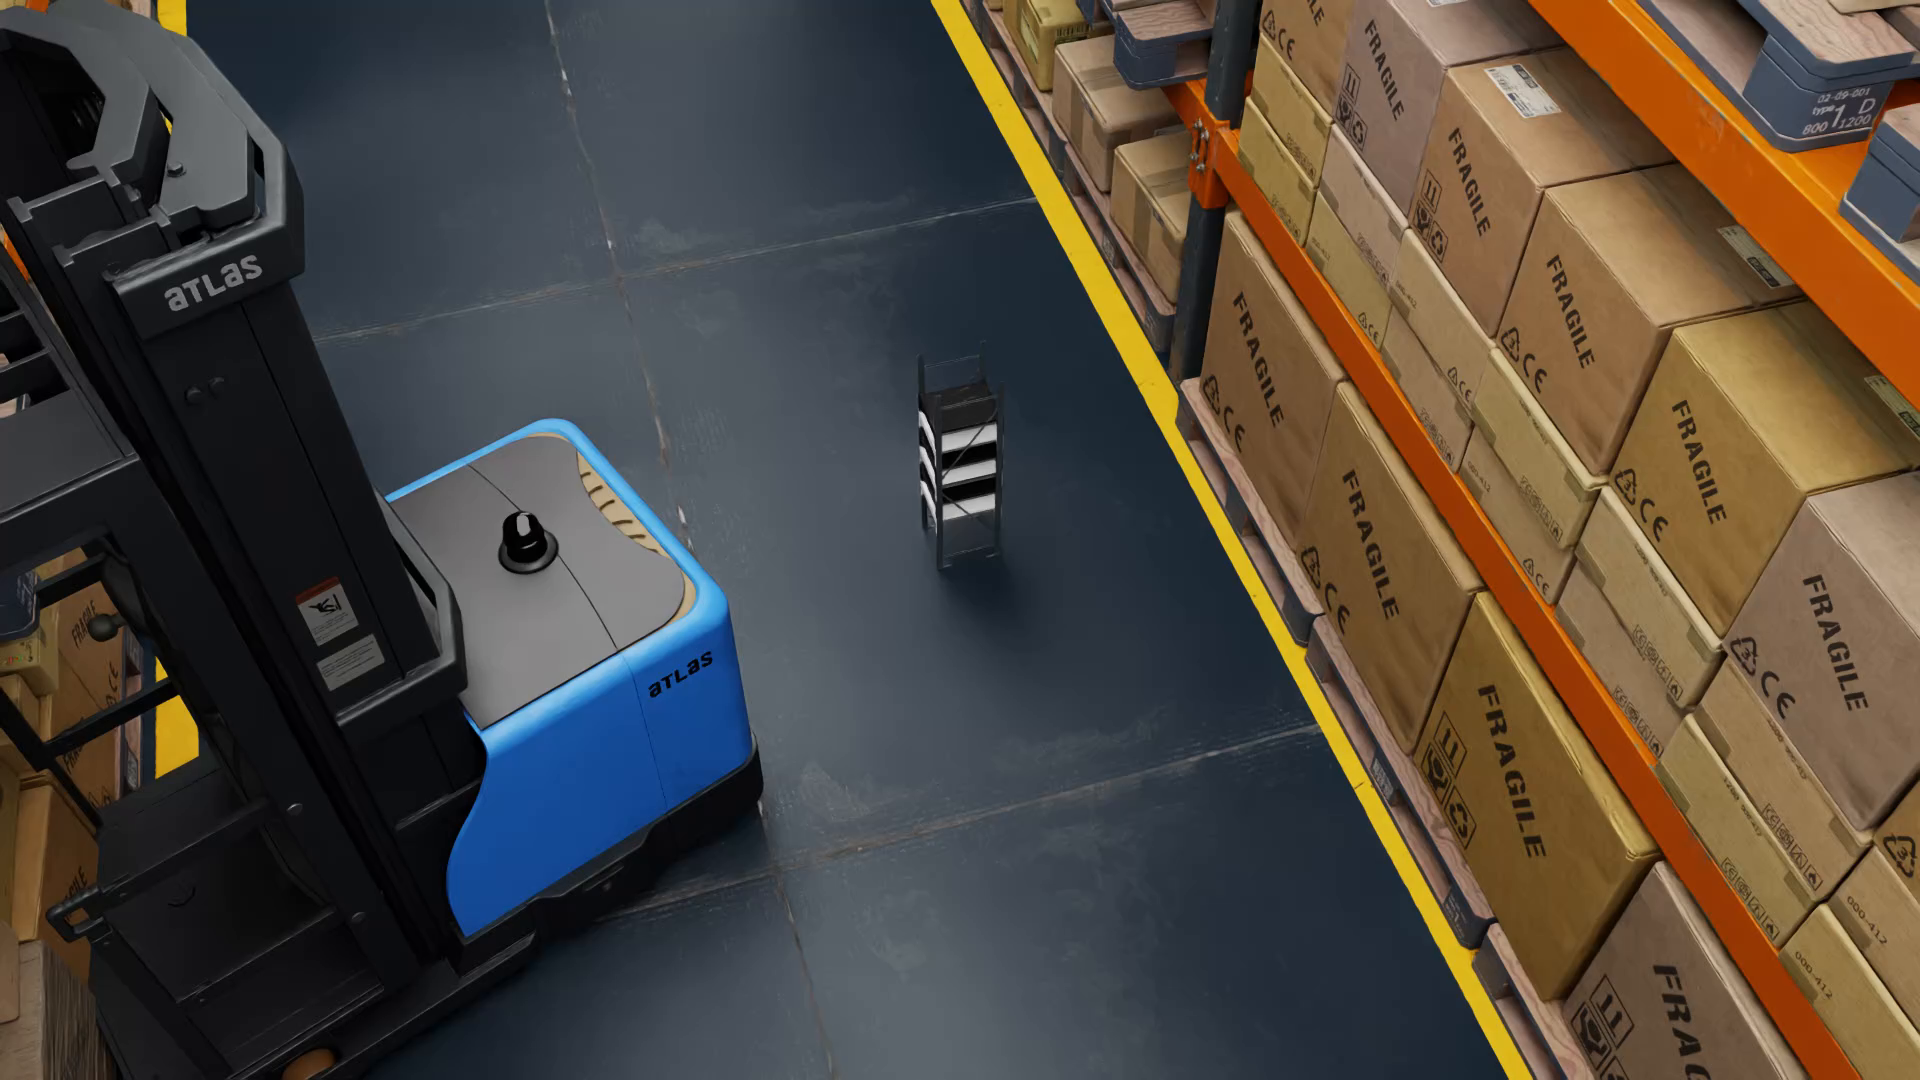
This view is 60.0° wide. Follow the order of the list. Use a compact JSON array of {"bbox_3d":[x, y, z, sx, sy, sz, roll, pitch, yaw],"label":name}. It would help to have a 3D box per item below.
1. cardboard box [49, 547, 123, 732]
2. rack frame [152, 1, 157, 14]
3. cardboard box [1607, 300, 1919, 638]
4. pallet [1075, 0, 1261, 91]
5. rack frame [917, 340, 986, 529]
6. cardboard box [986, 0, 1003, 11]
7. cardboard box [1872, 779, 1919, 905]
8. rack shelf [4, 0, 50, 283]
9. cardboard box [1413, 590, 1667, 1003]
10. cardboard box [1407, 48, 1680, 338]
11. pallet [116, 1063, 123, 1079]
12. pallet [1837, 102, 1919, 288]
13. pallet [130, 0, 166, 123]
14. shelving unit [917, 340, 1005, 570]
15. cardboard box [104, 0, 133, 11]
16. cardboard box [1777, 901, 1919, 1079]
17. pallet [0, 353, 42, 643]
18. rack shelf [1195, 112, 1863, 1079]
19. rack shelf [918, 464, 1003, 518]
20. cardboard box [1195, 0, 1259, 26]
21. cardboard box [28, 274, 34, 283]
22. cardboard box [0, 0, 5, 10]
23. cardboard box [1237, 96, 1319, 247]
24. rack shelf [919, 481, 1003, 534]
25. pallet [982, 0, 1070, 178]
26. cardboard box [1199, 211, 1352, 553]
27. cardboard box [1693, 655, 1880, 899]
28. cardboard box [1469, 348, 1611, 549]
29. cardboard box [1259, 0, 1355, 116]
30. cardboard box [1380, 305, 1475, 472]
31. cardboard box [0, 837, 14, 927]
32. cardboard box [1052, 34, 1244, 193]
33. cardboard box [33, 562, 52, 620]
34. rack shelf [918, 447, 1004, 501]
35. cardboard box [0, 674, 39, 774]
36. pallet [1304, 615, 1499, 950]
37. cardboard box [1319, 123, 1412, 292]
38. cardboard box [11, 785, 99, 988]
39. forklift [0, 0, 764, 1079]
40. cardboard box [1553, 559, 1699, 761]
[{"bbox_3d":[-3.064,0.337,5.364,0.500,0.500,0.500,-12,51,-10],"label":"cardboard box"},{"bbox_3d":[-4.577,-3.515,7.251,1.000,3.000,0.127,-13,51,-11],"label":"rack frame"},{"bbox_3d":[1.866,-0.172,3.714,0.500,0.500,0.500,-12,51,-10],"label":"cardboard box"},{"bbox_3d":[1.034,-2.153,6.229,1.213,0.211,1.003,-13,51,-11],"label":"pallet"},{"bbox_3d":[-0.028,-0.358,5.964,0.240,0.900,0.006,-13,51,-11],"label":"rack frame"},{"bbox_3d":[0.537,-3.022,8.279,0.950,0.372,0.625,-10,51,-9],"label":"cardboard box"},{"bbox_3d":[2.157,0.579,3.081,0.500,0.500,0.500,-12,51,-10],"label":"cardboard box"},{"bbox_3d":[-3.986,-1.822,6.295,1.077,0.370,4.000,-13,51,-11],"label":"rack shelf"},{"bbox_3d":[1.995,0.660,4.847,0.875,0.875,0.875,-12,51,-10],"label":"cardboard box"},{"bbox_3d":[1.553,-0.916,4.341,0.500,0.500,0.500,-12,51,-10],"label":"cardboard box"},{"bbox_3d":[-2.853,1.748,4.638,1.003,0.211,1.213,-13,51,-11],"label":"pallet"},{"bbox_3d":[2.211,-0.361,2.756,0.805,0.209,1.217,-15,52,-12],"label":"pallet"},{"bbox_3d":[-4.322,-2.087,7.871,1.003,0.211,1.213,-13,51,-11],"label":"pallet"},{"bbox_3d":[0.002,-0.284,5.901,0.258,0.900,0.210,-13,51,-11],"label":"shelving unit"},{"bbox_3d":[-4.412,-2.507,7.680,0.875,0.625,0.625,-11,51,-9],"label":"cardboard box"},{"bbox_3d":[2.156,0.981,3.560,0.500,0.250,0.500,-14,51,-12],"label":"cardboard box"},{"bbox_3d":[-3.127,-0.053,4.458,1.213,0.211,1.003,-13,51,-11],"label":"pallet"},{"bbox_3d":[1.938,-0.026,4.781,1.077,0.370,4.000,-13,51,-11],"label":"rack shelf"},{"bbox_3d":[0.002,-0.205,5.995,0.258,0.077,0.200,-13,51,-11],"label":"rack shelf"},{"bbox_3d":[1.024,-1.959,5.829,0.380,0.149,0.250,-12,51,-10],"label":"cardboard box"},{"bbox_3d":[-3.766,-0.898,6.323,0.875,0.625,0.625,-12,51,-10],"label":"cardboard box"},{"bbox_3d":[-3.595,-1.668,5.792,0.500,0.250,0.500,-15,51,-12],"label":"cardboard box"},{"bbox_3d":[1.251,-1.256,5.445,0.500,0.250,0.500,-14,51,-12],"label":"cardboard box"},{"bbox_3d":[0.002,-0.147,6.064,0.258,0.077,0.200,-13,51,-11],"label":"rack shelf"},{"bbox_3d":[0.759,-2.280,8.034,1.003,0.211,1.213,-13,51,-11],"label":"pallet"},{"bbox_3d":[1.471,-0.646,5.948,0.875,0.875,0.875,-14,51,-11],"label":"cardboard box"},{"bbox_3d":[2.012,0.460,3.672,0.500,0.250,0.500,-12,51,-10],"label":"cardboard box"},{"bbox_3d":[1.685,-0.288,4.302,0.500,0.250,0.500,-13,51,-10],"label":"cardboard box"},{"bbox_3d":[1.258,-1.658,4.966,0.500,0.500,0.500,-15,51,-12],"label":"cardboard box"},{"bbox_3d":[1.569,-0.500,4.808,0.500,0.250,0.500,-12,51,-10],"label":"cardboard box"},{"bbox_3d":[-2.751,0.951,4.423,0.380,0.149,0.250,-14,51,-12],"label":"cardboard box"},{"bbox_3d":[0.963,-1.959,7.384,0.950,0.372,0.625,-14,51,-12],"label":"cardboard box"},{"bbox_3d":[-3.006,0.171,5.080,0.380,0.149,0.250,-16,52,-13],"label":"cardboard box"},{"bbox_3d":[0.002,-0.263,5.926,0.258,0.077,0.200,-13,51,-11],"label":"rack shelf"},{"bbox_3d":[-2.860,0.566,4.747,0.380,0.149,0.250,-15,51,-12],"label":"cardboard box"},{"bbox_3d":[1.864,0.662,5.553,1.003,0.211,1.213,-13,51,-11],"label":"pallet"},{"bbox_3d":[1.412,-1.028,4.926,0.500,0.250,0.500,-12,51,-10],"label":"cardboard box"},{"bbox_3d":[-2.769,1.086,4.732,0.500,0.500,0.500,-11,51,-9],"label":"cardboard box"},{"bbox_3d":[-2.118,0.327,4.057,3.031,2.935,1.130,-31,56,-23],"label":"forklift"},{"bbox_3d":[1.875,0.235,4.188,0.500,0.250,0.500,-15,51,-12],"label":"cardboard box"}]
